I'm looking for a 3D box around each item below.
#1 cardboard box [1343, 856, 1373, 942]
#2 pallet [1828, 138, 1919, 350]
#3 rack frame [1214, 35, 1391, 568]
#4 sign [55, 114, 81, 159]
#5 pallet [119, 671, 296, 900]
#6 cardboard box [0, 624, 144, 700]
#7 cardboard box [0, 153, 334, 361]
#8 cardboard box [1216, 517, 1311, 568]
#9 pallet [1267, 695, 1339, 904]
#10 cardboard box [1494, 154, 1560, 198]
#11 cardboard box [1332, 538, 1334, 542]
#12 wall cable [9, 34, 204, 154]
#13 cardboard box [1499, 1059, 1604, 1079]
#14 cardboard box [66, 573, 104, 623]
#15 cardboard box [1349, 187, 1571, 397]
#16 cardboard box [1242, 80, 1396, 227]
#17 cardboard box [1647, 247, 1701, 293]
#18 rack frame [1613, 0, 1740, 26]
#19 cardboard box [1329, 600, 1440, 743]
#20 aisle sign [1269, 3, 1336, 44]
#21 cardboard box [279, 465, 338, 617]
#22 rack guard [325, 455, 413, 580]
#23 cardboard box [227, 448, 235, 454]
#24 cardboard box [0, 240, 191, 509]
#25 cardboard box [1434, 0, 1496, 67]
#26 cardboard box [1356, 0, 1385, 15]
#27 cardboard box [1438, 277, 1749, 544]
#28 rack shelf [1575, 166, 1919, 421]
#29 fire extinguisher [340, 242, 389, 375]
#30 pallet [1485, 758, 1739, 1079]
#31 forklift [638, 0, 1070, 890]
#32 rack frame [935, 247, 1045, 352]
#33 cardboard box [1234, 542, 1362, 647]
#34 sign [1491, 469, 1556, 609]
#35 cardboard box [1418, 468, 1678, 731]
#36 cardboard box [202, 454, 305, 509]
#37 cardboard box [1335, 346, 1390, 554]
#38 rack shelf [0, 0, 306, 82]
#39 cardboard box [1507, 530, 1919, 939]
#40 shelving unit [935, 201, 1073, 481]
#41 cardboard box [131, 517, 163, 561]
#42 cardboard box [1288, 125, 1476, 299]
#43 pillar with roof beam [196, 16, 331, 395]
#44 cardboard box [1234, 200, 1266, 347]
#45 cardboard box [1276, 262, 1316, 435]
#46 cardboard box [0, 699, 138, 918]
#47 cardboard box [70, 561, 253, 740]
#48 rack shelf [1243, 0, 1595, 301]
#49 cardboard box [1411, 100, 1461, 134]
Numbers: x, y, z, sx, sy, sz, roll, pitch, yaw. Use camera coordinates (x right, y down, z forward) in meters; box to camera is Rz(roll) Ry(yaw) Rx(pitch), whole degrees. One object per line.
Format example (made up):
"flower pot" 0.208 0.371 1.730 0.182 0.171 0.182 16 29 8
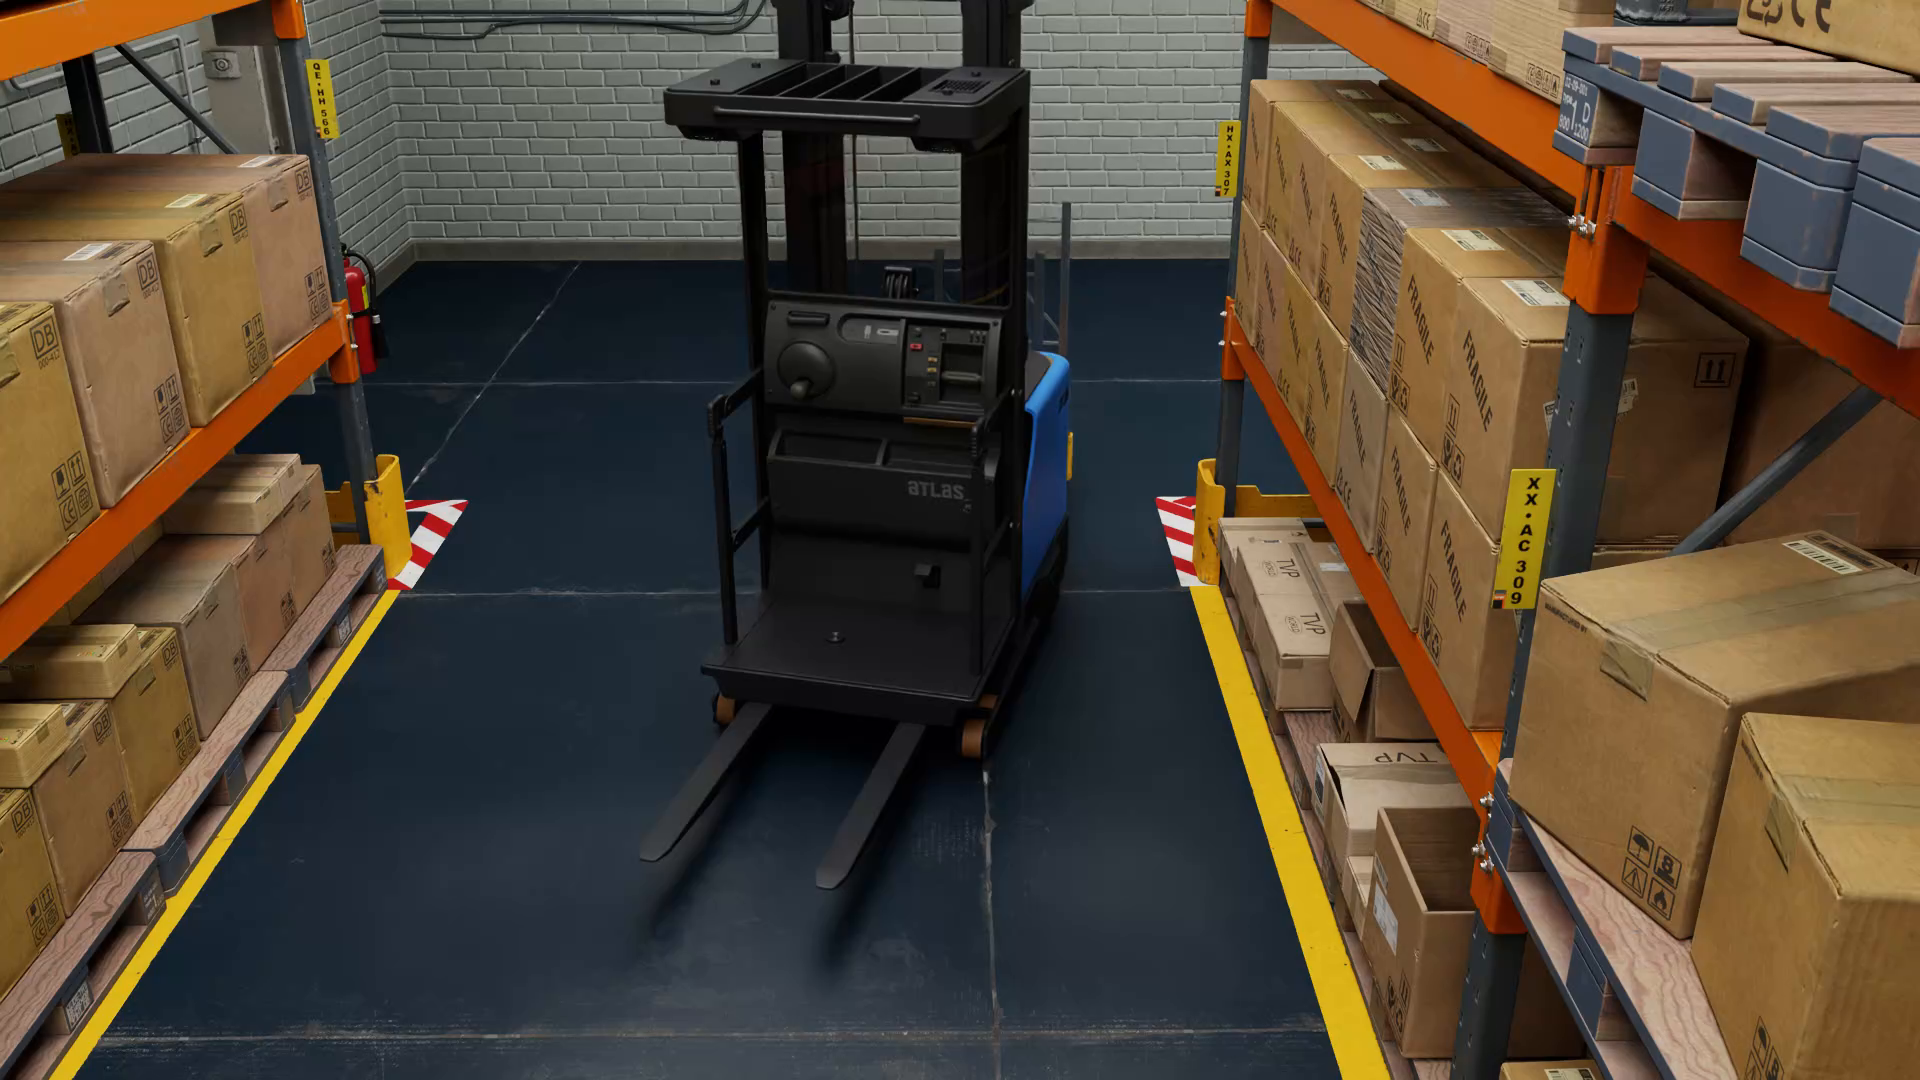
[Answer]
"cardboard box" 1.397 1.100 5.103 0.380 0.149 0.250 0 24 -1
"pallet" 1.702 -0.195 1.630 1.213 0.211 1.003 0 24 -1
"rack frame" 1.707 -1.259 7.393 1.000 3.000 0.127 0 24 -1
"sign" -3.801 -1.665 7.146 0.100 0.325 0.005 0 24 -1
"pallet" -3.149 0.866 6.079 1.003 0.211 1.213 0 24 -1
"cardboard box" -2.935 0.400 5.463 0.380 0.149 0.250 -1 24 -2
"cardboard box" -3.230 -1.161 6.814 0.980 0.700 0.700 1 24 2
"cardboard box" 1.368 0.014 7.505 0.380 0.149 0.250 0 24 -1
"pallet" 1.728 0.873 6.063 1.003 0.211 1.213 0 24 -1
"cardboard box" 2.009 -0.944 5.363 0.500 0.500 0.500 0 24 1
"cardboard box" 1.960 -0.097 7.325 0.500 0.500 0.500 0 24 -1
"wall cable" -4.206 -2.221 8.288 0.084 1.984 1.851 0 24 -1
"cardboard box" 1.513 1.528 3.730 0.500 0.500 0.500 -1 24 -3
"cardboard box" -3.324 0.177 5.955 0.380 0.149 0.250 0 24 0
"cardboard box" 1.473 -0.738 4.906 0.500 0.500 0.500 0 24 0
"cardboard box" 1.449 -1.576 6.759 0.500 0.500 0.500 0 24 1
"cardboard box" 2.021 -0.520 4.424 0.500 0.500 0.500 -1 24 -2
"rack frame" 1.751 -2.344 2.512 1.000 3.000 0.127 0 24 -1
"cardboard box" 1.725 0.552 5.884 0.797 0.503 0.637 0 24 -1
"aisle sign" 1.413 -2.470 6.917 0.394 0.787 0.004 0 24 -1
"cardboard box" -3.138 0.001 7.132 0.700 0.500 0.500 0 24 -1
"rack guard" -3.246 -0.106 7.877 1.175 0.500 0.348 0 24 -1
"cardboard box" -3.340 -0.345 7.110 0.380 0.149 0.250 0 24 0
"cardboard box" -3.212 -0.548 5.457 0.980 0.700 0.700 -1 24 -3
"cardboard box" 1.485 -1.314 4.057 0.500 0.250 0.500 0 24 -1
"cardboard box" 1.470 -1.726 4.969 0.500 0.250 0.500 0 24 -1
"cardboard box" 1.487 -0.319 3.980 0.500 0.500 0.500 0 24 0
"rack shelf" 1.773 0.175 1.457 1.077 0.370 4.000 0 24 -1
"fire extinguisher" -2.786 -1.094 7.575 0.296 0.674 0.183 0 24 -1
"pallet" 1.651 0.807 3.059 1.003 0.211 1.213 0 24 -1
"forklift" -0.351 -0.665 6.164 1.130 2.935 3.031 6 25 13
"rack frame" 0.134 -0.627 7.816 0.500 1.500 0.032 4 25 9
"cardboard box" 1.435 0.225 6.915 0.500 0.250 0.500 0 24 -1
"sign" 1.208 0.001 3.558 0.100 0.325 0.005 0 24 -1
"cardboard box" 1.489 0.139 4.181 0.500 0.500 0.500 0 24 0
"cardboard box" -2.955 -0.243 6.883 0.380 0.149 0.250 -1 24 -1
"cardboard box" 1.474 -0.285 5.119 0.500 0.500 0.500 0 24 1
"rack shelf" -3.224 -1.450 5.048 1.077 0.370 4.000 0 24 -1
"cardboard box" 1.532 0.349 3.208 0.700 0.500 0.500 -9 26 -18
"shelving unit" 0.225 -0.837 8.280 0.587 1.500 1.083 4 25 9
"cardboard box" -3.331 -0.034 6.421 0.380 0.149 0.250 0 24 0
"cardboard box" 1.462 -1.154 5.827 0.500 0.500 0.500 0 24 0
"pillar with roof beam" 0.164 -5.096 8.598 9.100 9.000 0.400 0 24 -1
"cardboard box" 1.449 -1.120 6.966 0.500 0.500 0.500 0 24 1
"cardboard box" 1.462 -0.701 6.038 0.500 0.500 0.500 0 24 -1
"cardboard box" -3.110 0.845 5.265 0.700 0.500 0.500 0 24 -1
"cardboard box" -3.127 0.414 6.218 0.700 0.500 0.500 -1 24 -2
"rack shelf" 1.729 -1.474 5.101 1.077 0.370 4.000 0 24 -1
"cardboard box" 1.993 -1.369 6.303 0.500 0.500 0.500 0 24 1
